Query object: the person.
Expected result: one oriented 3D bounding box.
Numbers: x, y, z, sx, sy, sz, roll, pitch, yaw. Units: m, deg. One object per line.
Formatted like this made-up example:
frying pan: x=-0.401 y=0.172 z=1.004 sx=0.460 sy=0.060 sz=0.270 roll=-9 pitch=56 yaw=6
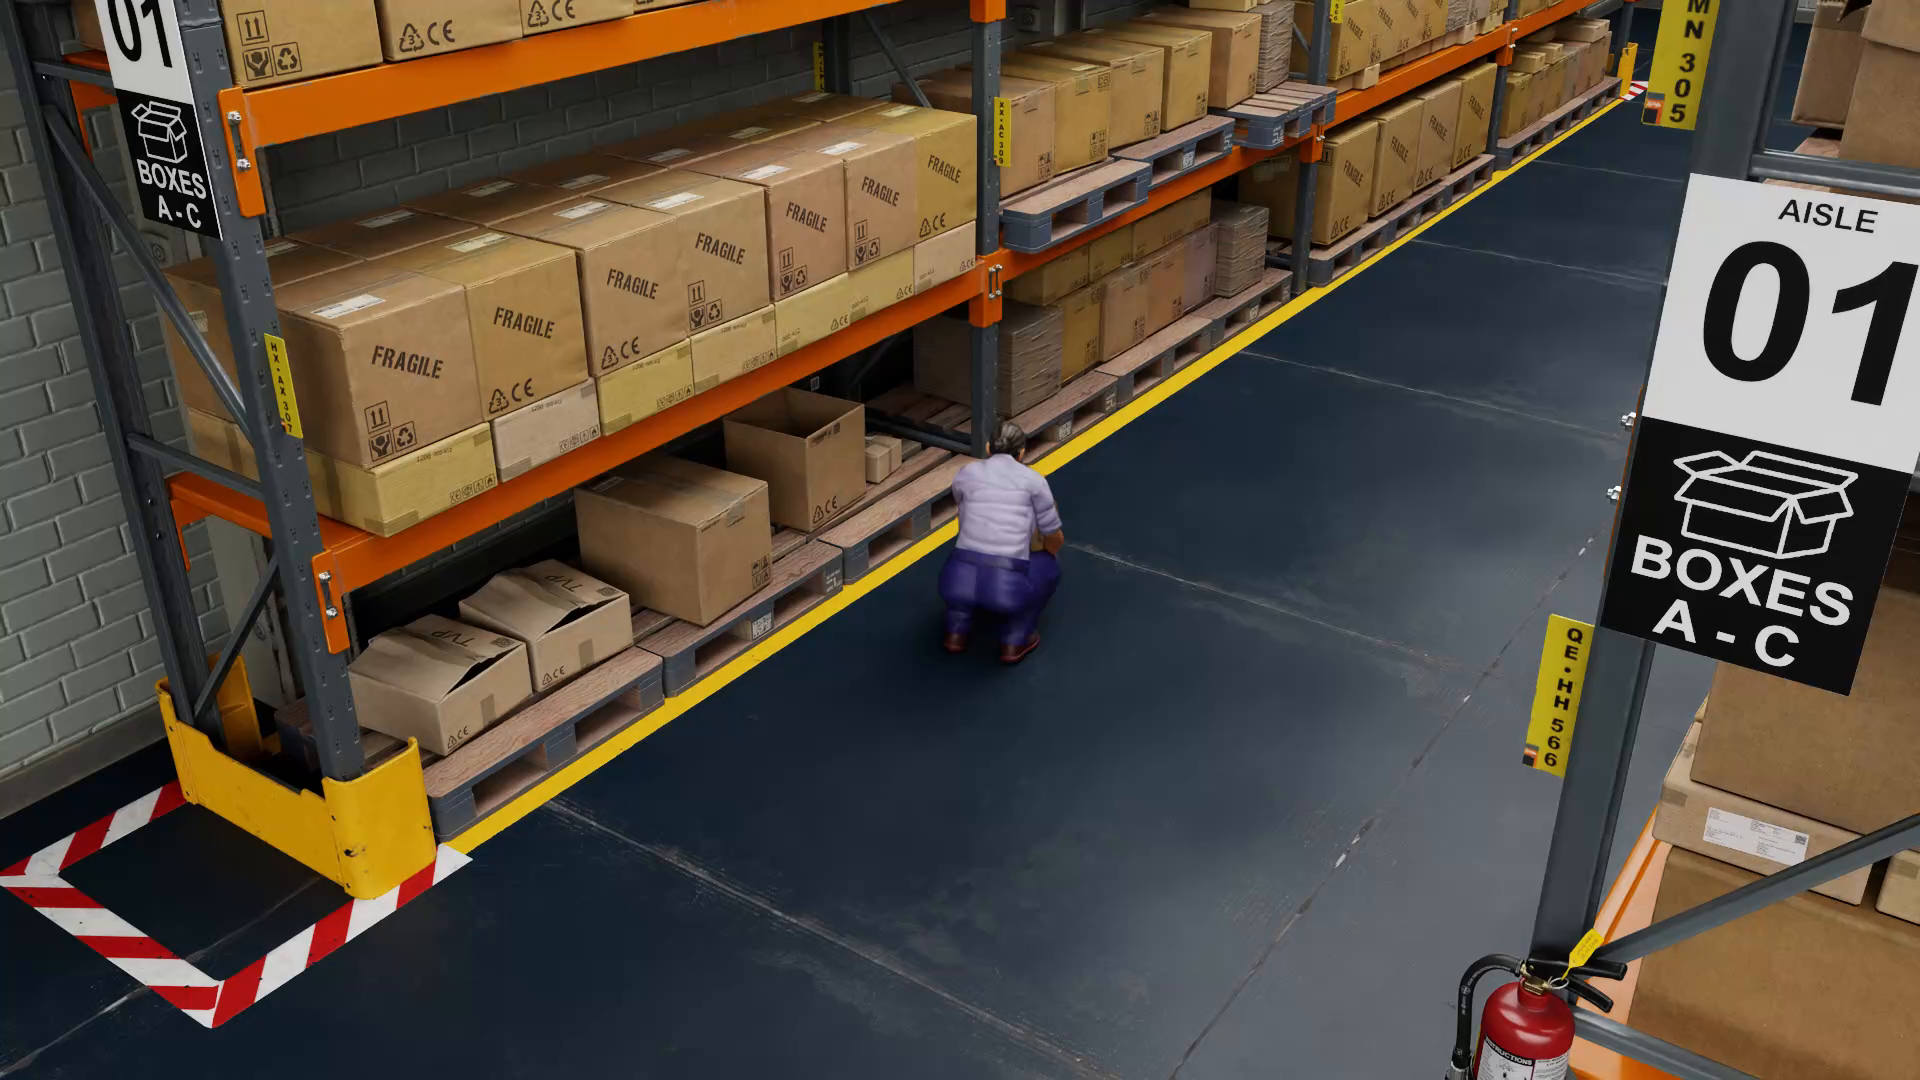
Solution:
person: x=0.181 y=-0.017 z=7.427 sx=0.525 sy=0.894 sz=0.833 roll=9 pitch=29 yaw=17
